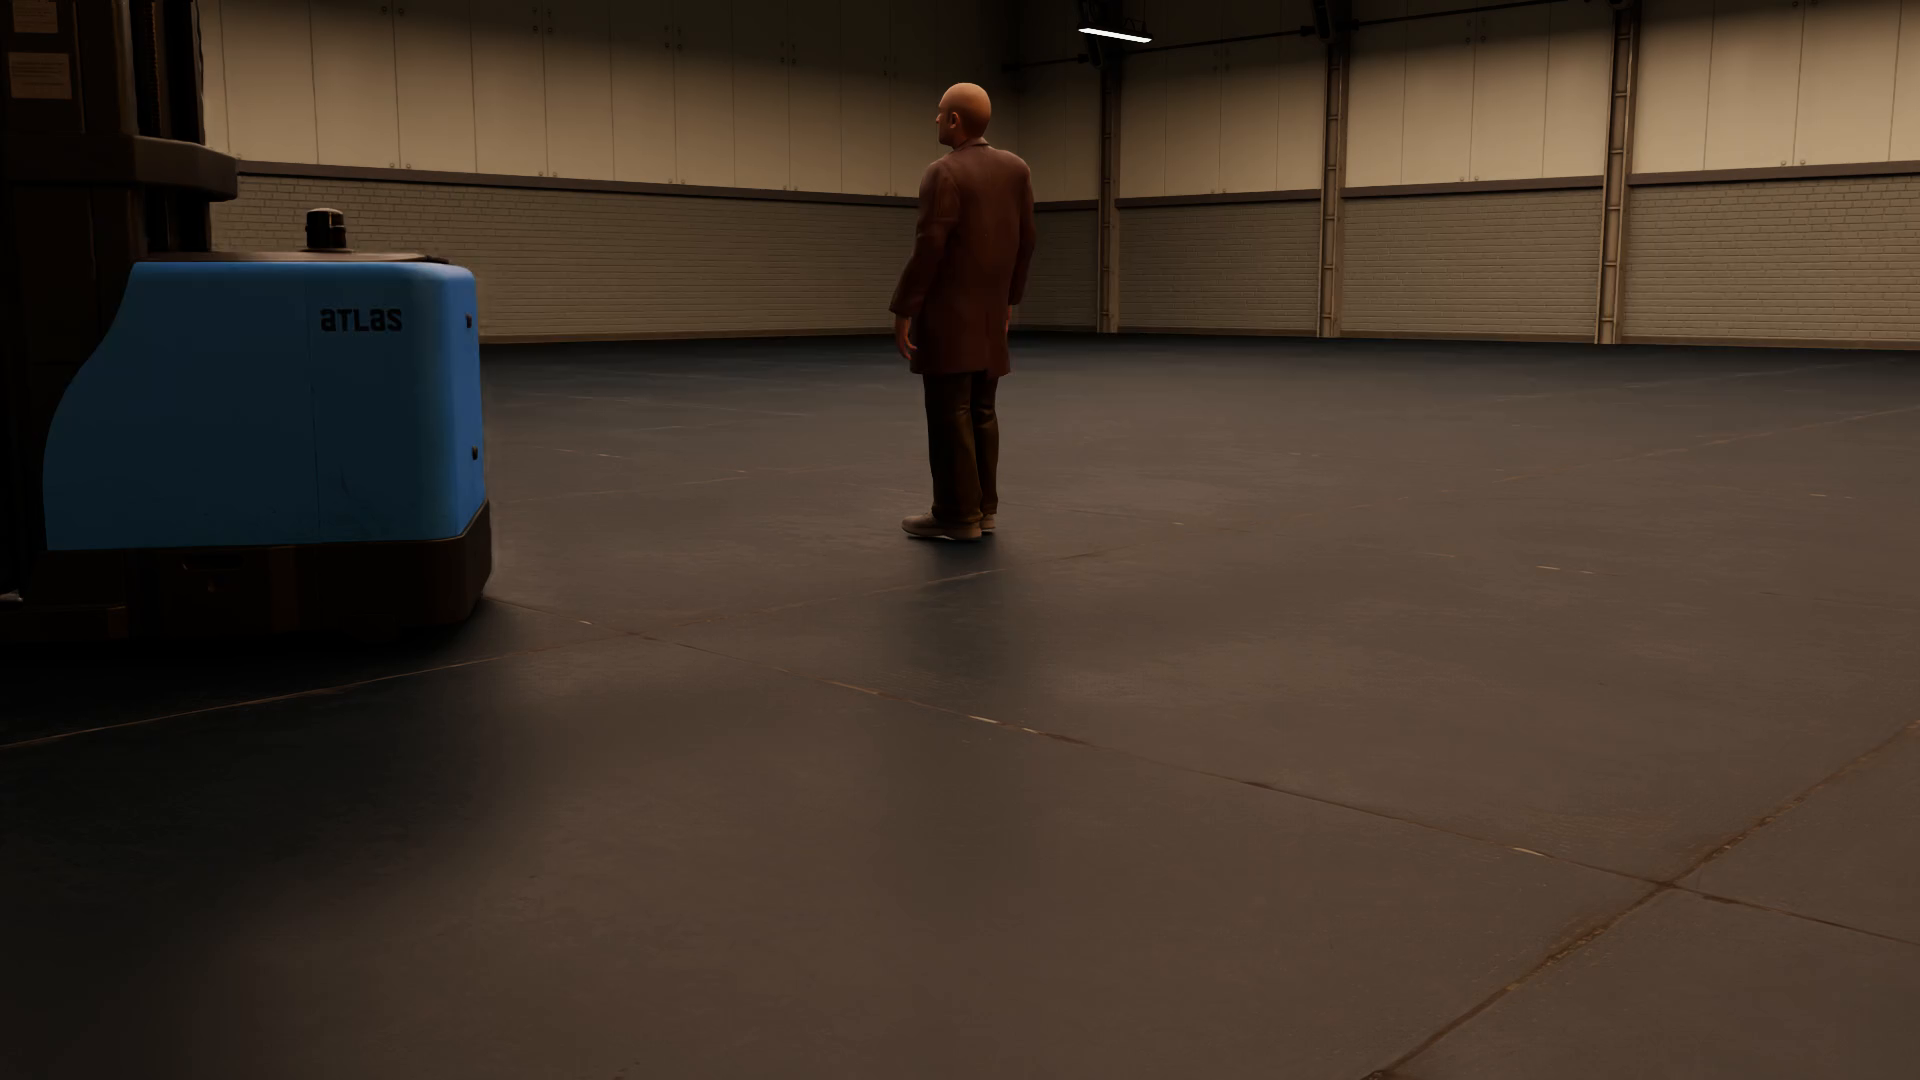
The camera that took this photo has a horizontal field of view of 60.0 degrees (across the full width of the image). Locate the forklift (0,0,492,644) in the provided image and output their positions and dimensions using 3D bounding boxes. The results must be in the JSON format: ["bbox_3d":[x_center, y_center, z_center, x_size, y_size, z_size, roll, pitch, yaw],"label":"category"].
[{"bbox_3d":[-2.975,-1.174,4.669,3.031,2.935,1.130,-2,9,-11],"label":"forklift"}]

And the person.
[{"bbox_3d":[-0.062,-0.896,6.650,0.582,1.775,0.696,8,12,43],"label":"person"}]
